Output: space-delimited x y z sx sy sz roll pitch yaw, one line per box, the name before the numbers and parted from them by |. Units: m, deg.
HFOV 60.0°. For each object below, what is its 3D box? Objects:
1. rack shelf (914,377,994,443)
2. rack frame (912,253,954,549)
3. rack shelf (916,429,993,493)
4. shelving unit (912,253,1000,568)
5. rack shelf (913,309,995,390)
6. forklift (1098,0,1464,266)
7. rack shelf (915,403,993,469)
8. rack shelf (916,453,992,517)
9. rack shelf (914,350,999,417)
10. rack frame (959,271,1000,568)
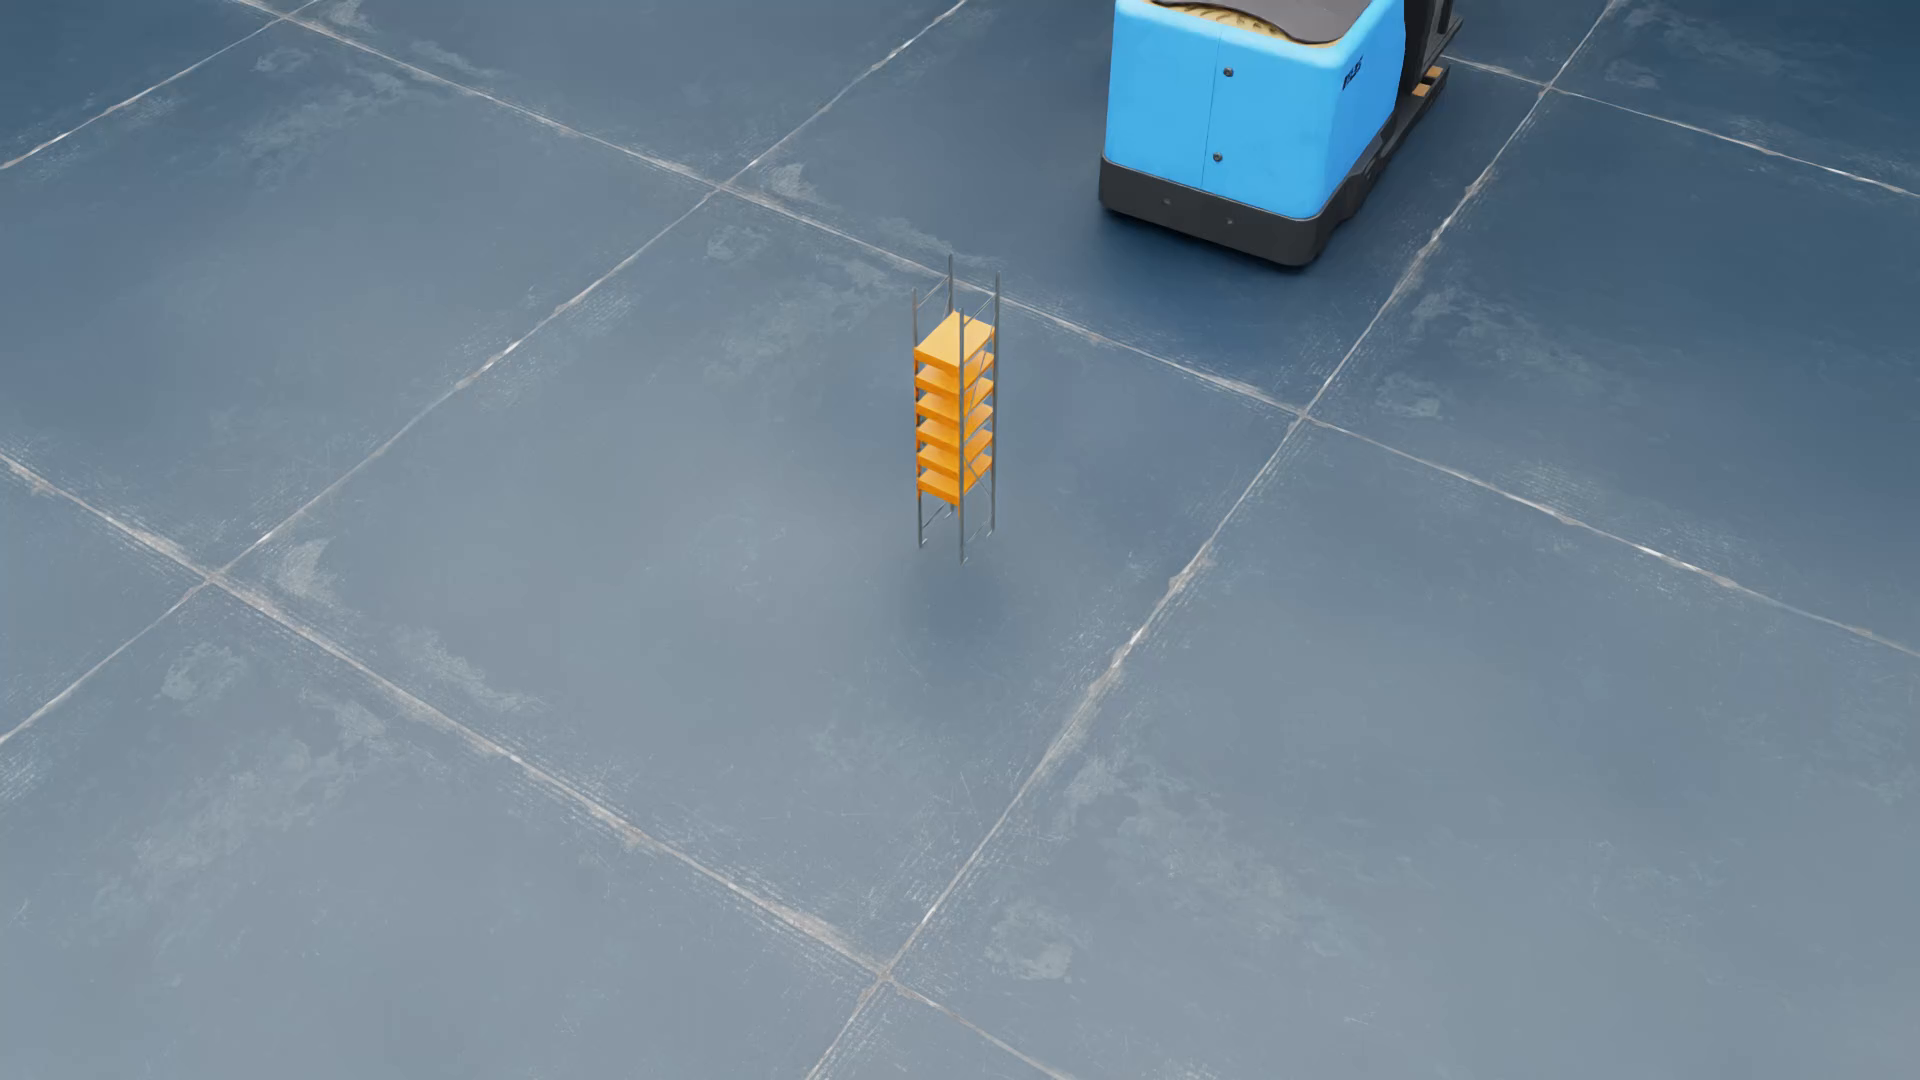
rack shelf | -0.012 -0.476 5.771 0.180 0.103 0.258 25 51 22
rack frame | -0.089 -0.459 5.860 0.006 1.200 0.240 25 51 22
rack shelf | -0.012 -0.309 5.943 0.180 0.103 0.258 25 51 22
shelving unit | -0.012 -0.424 5.825 0.189 1.200 0.258 25 51 22
rack shelf | -0.012 -0.644 5.599 0.180 0.103 0.258 25 51 22
forklift | 1.809 -3.279 7.393 1.130 2.935 3.031 22 50 20
rack shelf | -0.012 -0.393 5.857 0.180 0.103 0.258 25 51 22
rack shelf | -0.012 -0.226 6.029 0.180 0.103 0.258 25 51 22
rack shelf | -0.012 -0.560 5.685 0.180 0.103 0.258 25 51 22
rack frame | 0.065 -0.388 5.791 0.006 1.200 0.240 25 51 22
